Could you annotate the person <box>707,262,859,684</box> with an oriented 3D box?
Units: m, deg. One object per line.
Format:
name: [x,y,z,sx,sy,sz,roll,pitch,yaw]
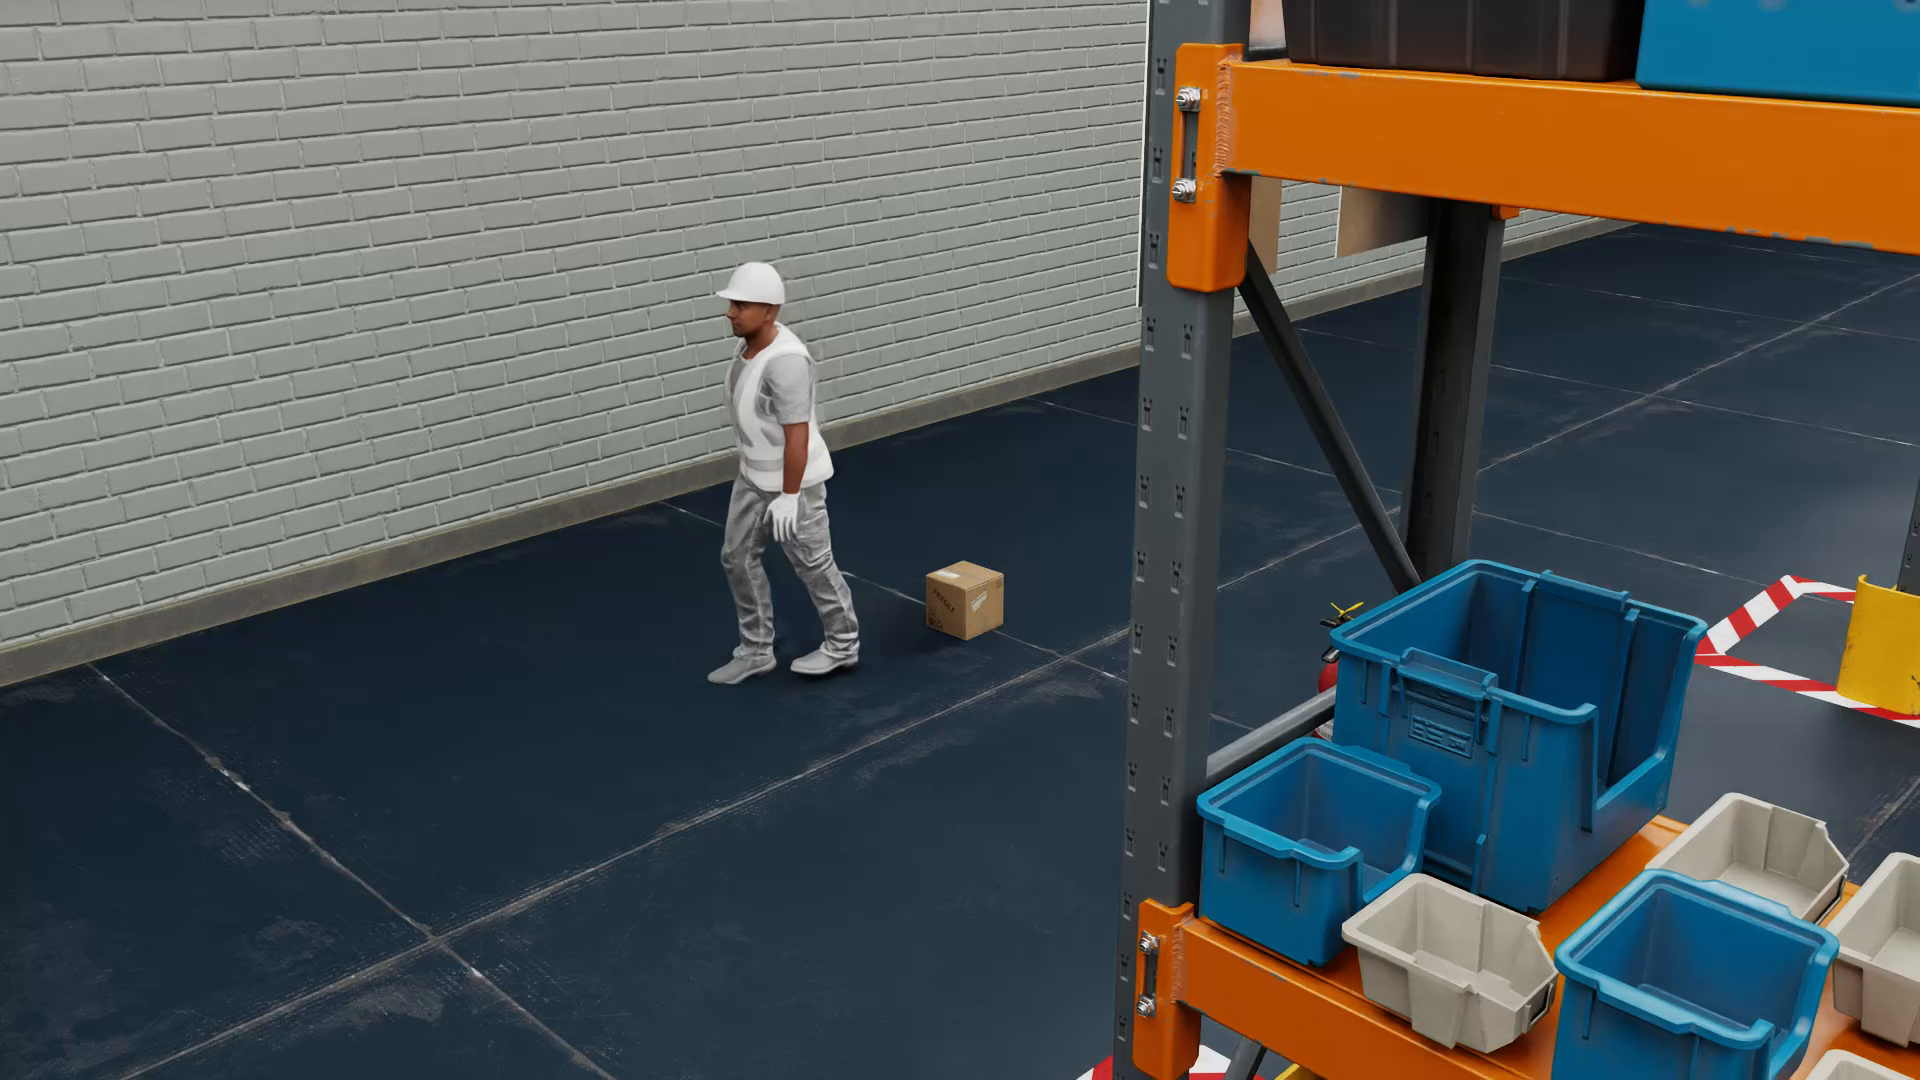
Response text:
person: [-0.705,-0.227,6.688,0.601,1.812,0.592,-11,23,-28]
